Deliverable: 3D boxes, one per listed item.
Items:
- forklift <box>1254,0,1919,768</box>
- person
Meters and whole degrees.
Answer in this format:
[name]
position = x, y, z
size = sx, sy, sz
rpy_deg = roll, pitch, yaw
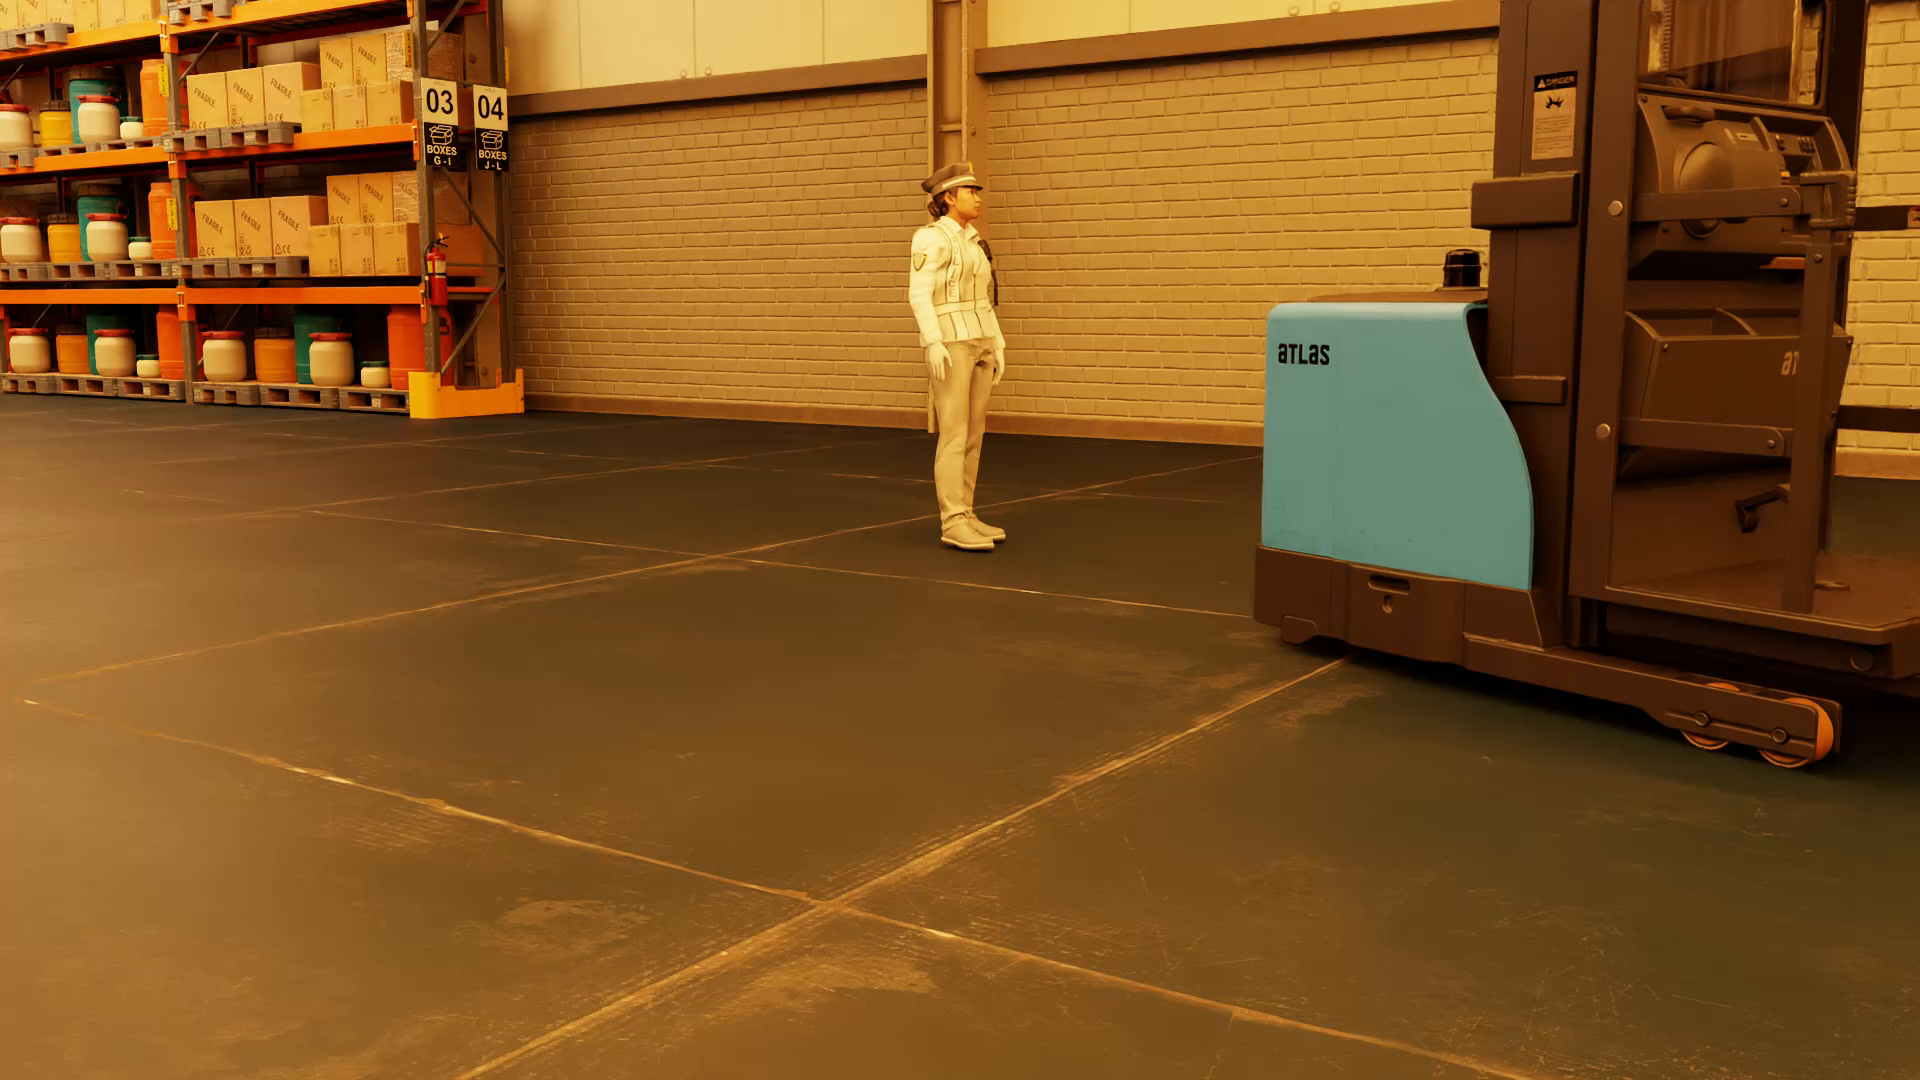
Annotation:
[forklift]
position = 2.194, -0.996, 4.199
size = 1.130, 2.935, 3.031
rpy_deg = -6, 10, -35
[person]
position = 0.053, -0.840, 7.440
size = 0.531, 1.695, 0.588
rpy_deg = 5, 10, 34
